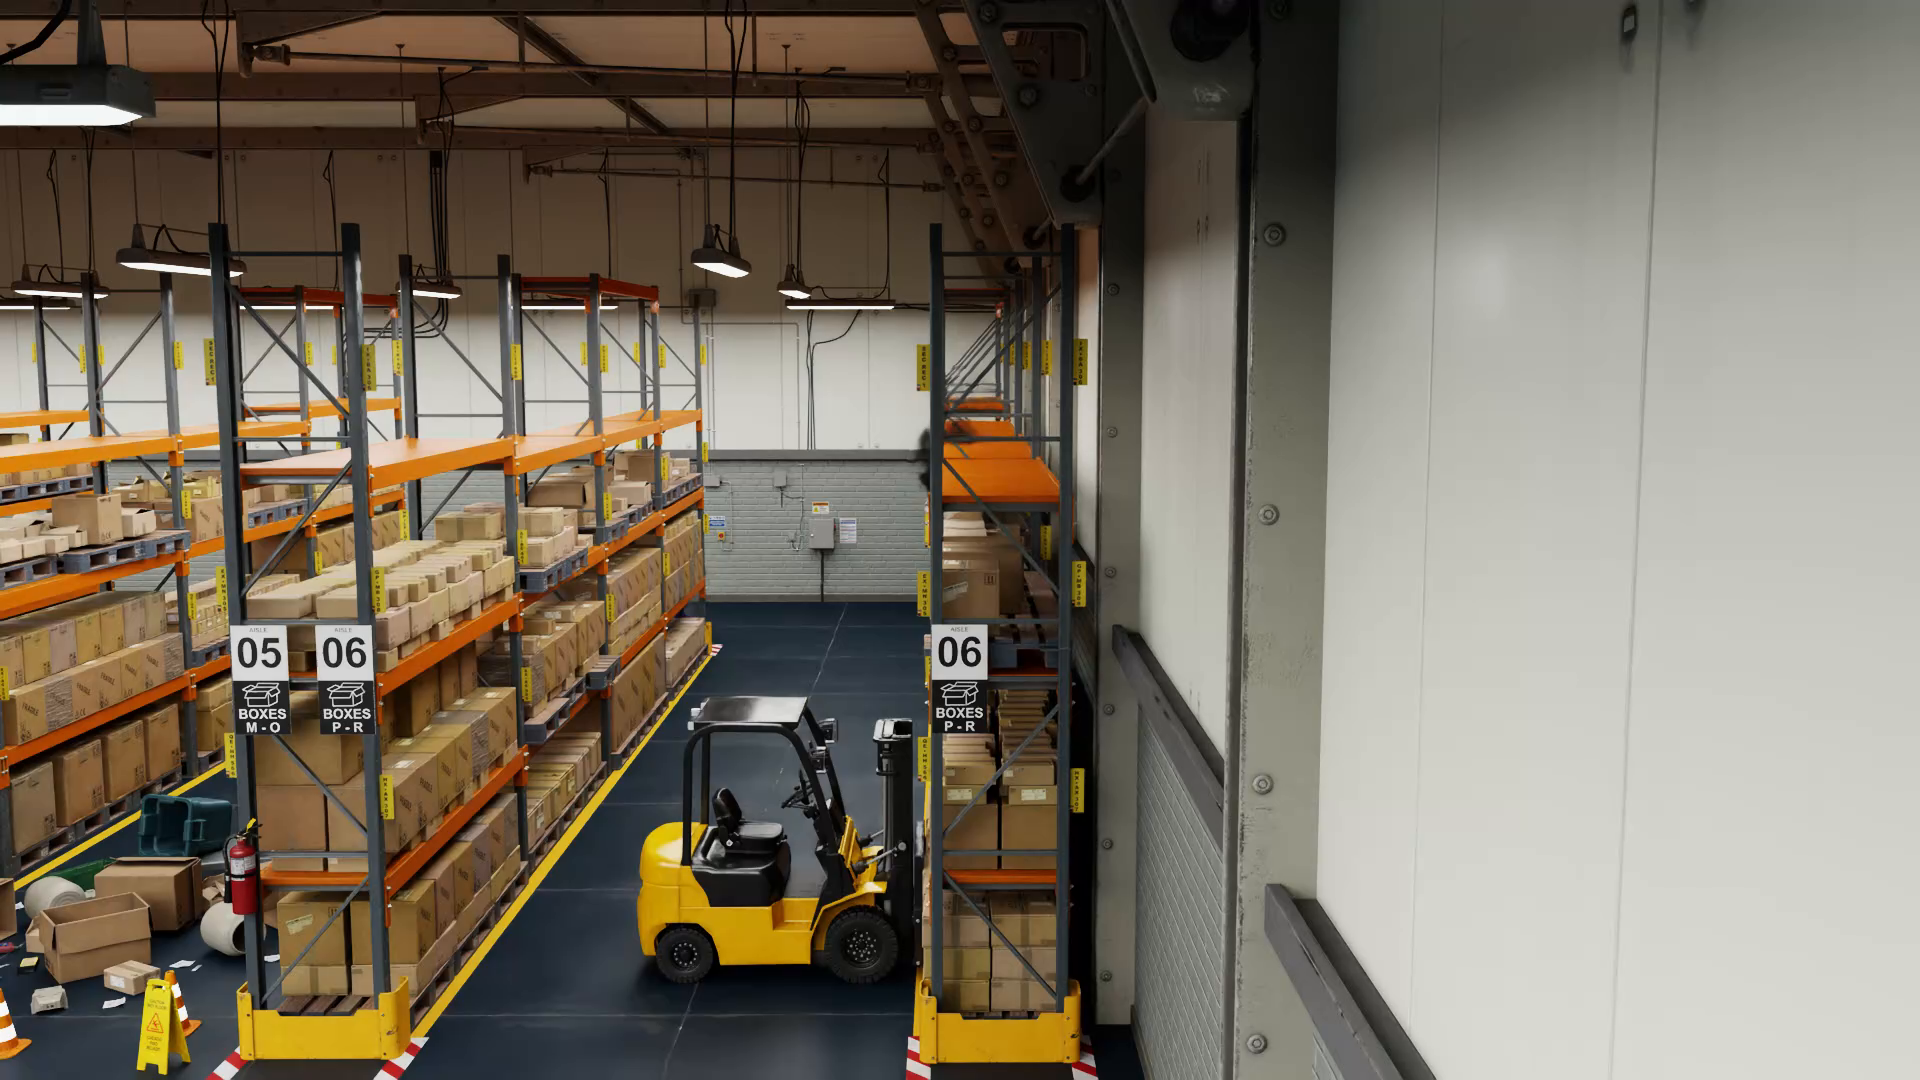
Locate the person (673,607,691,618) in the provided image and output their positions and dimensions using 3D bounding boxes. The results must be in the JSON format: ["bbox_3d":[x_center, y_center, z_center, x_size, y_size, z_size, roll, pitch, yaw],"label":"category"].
[{"bbox_3d":[-4.974,0.979,29.245,0.886,1.605,0.653,1,7,10],"label":"person"}]
